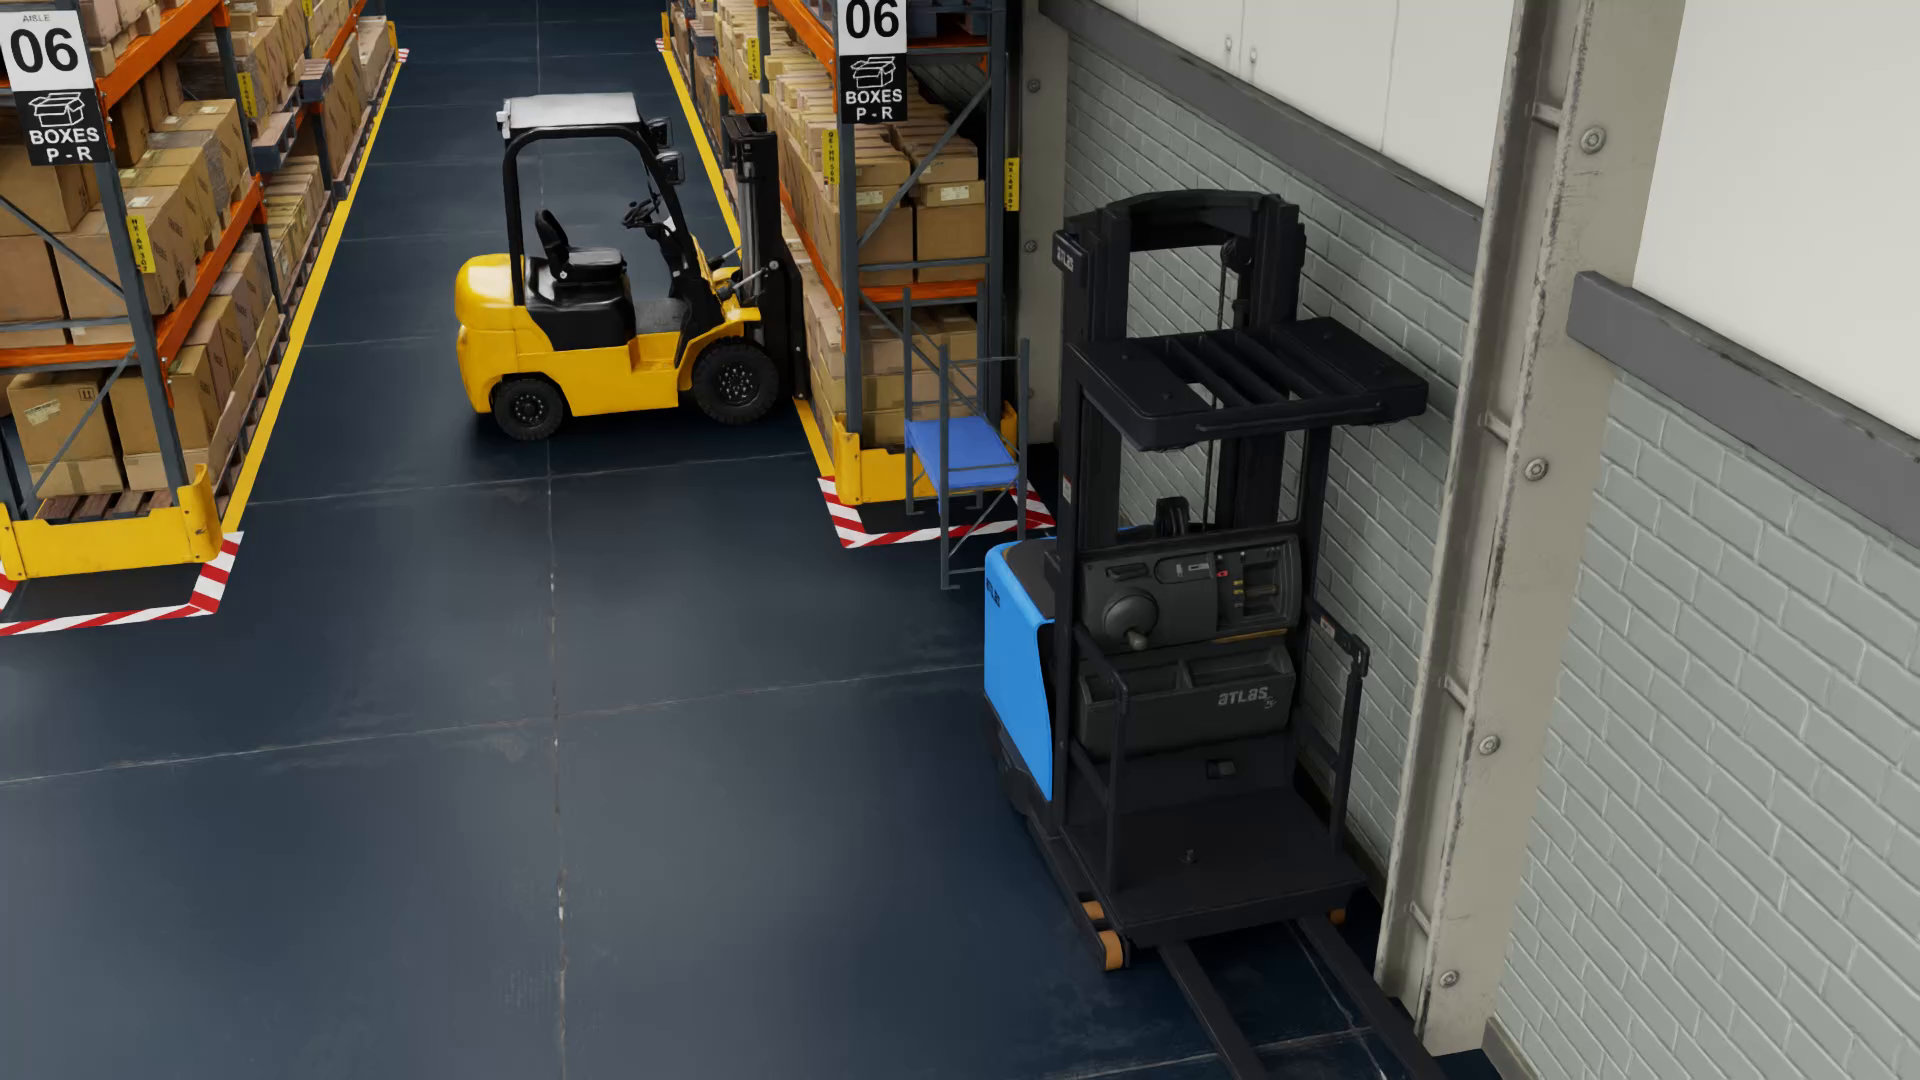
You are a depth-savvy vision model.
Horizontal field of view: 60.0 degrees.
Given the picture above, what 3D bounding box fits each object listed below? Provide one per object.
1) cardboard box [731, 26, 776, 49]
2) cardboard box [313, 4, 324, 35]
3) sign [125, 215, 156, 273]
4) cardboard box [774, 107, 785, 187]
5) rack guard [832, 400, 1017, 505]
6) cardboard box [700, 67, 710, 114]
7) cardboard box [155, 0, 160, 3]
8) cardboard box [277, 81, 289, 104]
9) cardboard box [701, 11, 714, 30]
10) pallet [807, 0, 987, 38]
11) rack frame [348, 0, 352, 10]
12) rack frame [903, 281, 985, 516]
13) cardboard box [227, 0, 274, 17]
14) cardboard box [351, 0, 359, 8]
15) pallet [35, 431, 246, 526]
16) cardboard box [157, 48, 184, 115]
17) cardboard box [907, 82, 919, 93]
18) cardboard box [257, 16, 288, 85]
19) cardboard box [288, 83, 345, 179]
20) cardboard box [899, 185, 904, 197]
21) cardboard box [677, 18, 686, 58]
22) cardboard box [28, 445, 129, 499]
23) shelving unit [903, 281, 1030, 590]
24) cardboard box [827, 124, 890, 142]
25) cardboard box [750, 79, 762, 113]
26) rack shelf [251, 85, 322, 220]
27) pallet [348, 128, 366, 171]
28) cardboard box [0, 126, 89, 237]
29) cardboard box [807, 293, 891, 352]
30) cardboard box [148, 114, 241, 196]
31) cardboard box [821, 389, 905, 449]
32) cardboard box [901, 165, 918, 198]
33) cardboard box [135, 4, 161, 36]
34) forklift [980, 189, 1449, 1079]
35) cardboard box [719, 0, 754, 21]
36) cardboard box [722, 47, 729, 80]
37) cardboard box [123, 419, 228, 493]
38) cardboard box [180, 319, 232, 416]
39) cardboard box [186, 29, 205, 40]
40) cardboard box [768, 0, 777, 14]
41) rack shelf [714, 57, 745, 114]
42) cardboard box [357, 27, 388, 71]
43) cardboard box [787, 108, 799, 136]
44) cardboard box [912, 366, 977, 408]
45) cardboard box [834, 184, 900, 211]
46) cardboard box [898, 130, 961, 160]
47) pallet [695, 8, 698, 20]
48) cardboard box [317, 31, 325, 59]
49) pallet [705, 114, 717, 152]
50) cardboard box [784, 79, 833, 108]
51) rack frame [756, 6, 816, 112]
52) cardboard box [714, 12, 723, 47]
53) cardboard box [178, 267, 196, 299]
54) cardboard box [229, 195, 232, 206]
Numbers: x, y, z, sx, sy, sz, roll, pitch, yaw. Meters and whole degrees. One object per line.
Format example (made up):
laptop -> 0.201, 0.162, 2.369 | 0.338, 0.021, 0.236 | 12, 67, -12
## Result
cardboard box -> -1.877, -4.585, 15.174 | 0.380, 0.149, 0.250 | -7, 28, -13
cardboard box -> -6.858, -5.338, 17.109 | 0.500, 0.250, 0.500 | -5, 27, -10
sign -> -4.537, -1.637, 9.203 | 0.100, 0.325, 0.005 | -6, 27, -12
cardboard box -> -1.153, -3.053, 12.859 | 0.500, 0.500, 0.500 | -5, 27, -11
rack guard -> -0.225, -0.574, 10.833 | 1.175, 0.500, 0.348 | -6, 27, -12
cardboard box -> -2.807, -5.353, 19.835 | 0.500, 0.500, 0.500 | -7, 28, -13
cardboard box -> -5.260, -3.521, 10.405 | 0.500, 0.250, 0.500 | -5, 27, -10
cardboard box -> -6.051, -3.876, 14.414 | 0.380, 0.149, 0.250 | -5, 27, -10
cardboard box -> -2.555, -5.538, 17.705 | 0.380, 0.149, 0.250 | -5, 27, -11
pallet -> -0.365, -3.314, 10.255 | 1.003, 0.211, 1.213 | -6, 27, -12
rack frame -> -7.770, -6.463, 19.726 | 1.000, 3.000, 0.127 | -6, 27, -12
rack frame -> -0.095, -0.855, 10.280 | 0.500, 1.500, 0.032 | -6, 27, -12
cardboard box -> -6.225, -4.672, 14.551 | 0.380, 0.149, 0.250 | -7, 28, -14
cardboard box -> -7.621, -6.741, 20.165 | 0.500, 0.500, 0.500 | -5, 27, -10
pallet -> -5.231, -0.344, 10.697 | 1.003, 0.211, 1.213 | -6, 27, -12
cardboard box -> -6.079, -3.360, 12.027 | 0.700, 0.500, 0.500 | -6, 27, -12
cardboard box -> -0.509, -3.249, 12.197 | 0.380, 0.149, 0.250 | -6, 27, -12
cardboard box -> -6.131, -4.214, 14.362 | 0.500, 0.500, 0.500 | -7, 28, -14
cardboard box -> -6.943, -4.258, 17.249 | 0.875, 0.875, 0.875 | -6, 27, -12
cardboard box -> -0.211, -2.218, 11.204 | 0.500, 0.500, 0.500 | -5, 27, -10
cardboard box -> -3.614, -6.897, 22.894 | 0.500, 0.500, 0.500 | -5, 27, -11
cardboard box -> -5.515, -0.493, 10.484 | 0.500, 0.250, 0.500 | -6, 27, -12
shelving unit -> 0.019, -0.632, 9.838 | 0.538, 1.500, 1.048 | -6, 27, -12
cardboard box -> -0.671, -2.638, 10.986 | 0.380, 0.149, 0.250 | -6, 27, -11
cardboard box -> -1.492, -3.803, 14.067 | 0.500, 0.250, 0.500 | -7, 28, -13
rack shelf -> -6.418, -3.508, 14.670 | 1.077, 0.370, 4.000 | -6, 27, -12
pallet -> -7.244, -4.351, 18.635 | 1.003, 0.211, 1.213 | -6, 27, -12
cardboard box -> -5.394, -2.021, 9.375 | 0.700, 0.500, 0.500 | -7, 28, -13
cardboard box -> -0.759, -1.501, 11.371 | 0.500, 0.250, 0.500 | -5, 27, -11
cardboard box -> -5.502, -2.734, 11.896 | 0.500, 0.500, 0.500 | -5, 27, -10
cardboard box -> -0.644, -0.835, 11.161 | 0.500, 0.250, 0.500 | -6, 27, -11
cardboard box -> -0.172, -2.312, 10.671 | 0.380, 0.149, 0.250 | -6, 27, -12
cardboard box -> -5.119, -3.168, 10.147 | 0.380, 0.149, 0.250 | -6, 27, -11
forklift -> 1.003, 0.248, 6.507 | 1.130, 2.935, 3.031 | -7, 28, -14
cardboard box -> -2.187, -5.260, 16.512 | 0.380, 0.149, 0.250 | -5, 27, -10
cardboard box -> -2.063, -4.705, 16.409 | 0.500, 0.250, 0.500 | -7, 28, -13
cardboard box -> -4.978, -0.537, 10.571 | 0.500, 0.250, 0.500 | -6, 27, -12
cardboard box -> -5.106, -1.112, 10.877 | 0.500, 0.500, 0.500 | -7, 28, -14
cardboard box -> -6.518, -3.940, 13.821 | 0.500, 0.500, 0.500 | -5, 27, -10
cardboard box -> -1.763, -5.425, 16.838 | 0.380, 0.149, 0.250 | -5, 27, -10
rack shelf -> -1.583, -4.014, 15.672 | 1.077, 0.370, 4.000 | -6, 27, -12
cardboard box -> -8.211, -6.582, 22.340 | 0.875, 0.438, 0.875 | -5, 27, -10
cardboard box -> -1.056, -3.060, 12.152 | 0.380, 0.149, 0.250 | -7, 28, -13
cardboard box -> -0.134, -1.112, 11.154 | 0.500, 0.250, 0.500 | -5, 27, -11
cardboard box -> -0.582, -2.159, 10.367 | 0.380, 0.149, 0.250 | -6, 27, -11
cardboard box -> -0.198, -2.570, 10.852 | 0.380, 0.149, 0.250 | -5, 27, -11
pallet -> -2.476, -5.981, 18.983 | 1.003, 0.211, 1.213 | -6, 27, -12
cardboard box -> -6.867, -5.104, 17.200 | 0.500, 0.250, 0.500 | -7, 28, -13
pallet -> -2.436, -4.834, 19.593 | 1.003, 0.211, 1.213 | -6, 27, -12
cardboard box -> -1.093, -3.303, 12.303 | 0.380, 0.149, 0.250 | -6, 27, -12
rack frame -> -1.132, -3.457, 13.770 | 1.000, 3.000, 0.127 | -6, 27, -12
cardboard box -> -2.196, -5.147, 16.730 | 0.500, 0.250, 0.500 | -6, 27, -12
cardboard box -> -5.004, -1.603, 10.377 | 0.380, 0.149, 0.250 | -6, 27, -11
cardboard box -> -5.552, -2.498, 12.148 | 0.380, 0.149, 0.250 | -6, 27, -11
